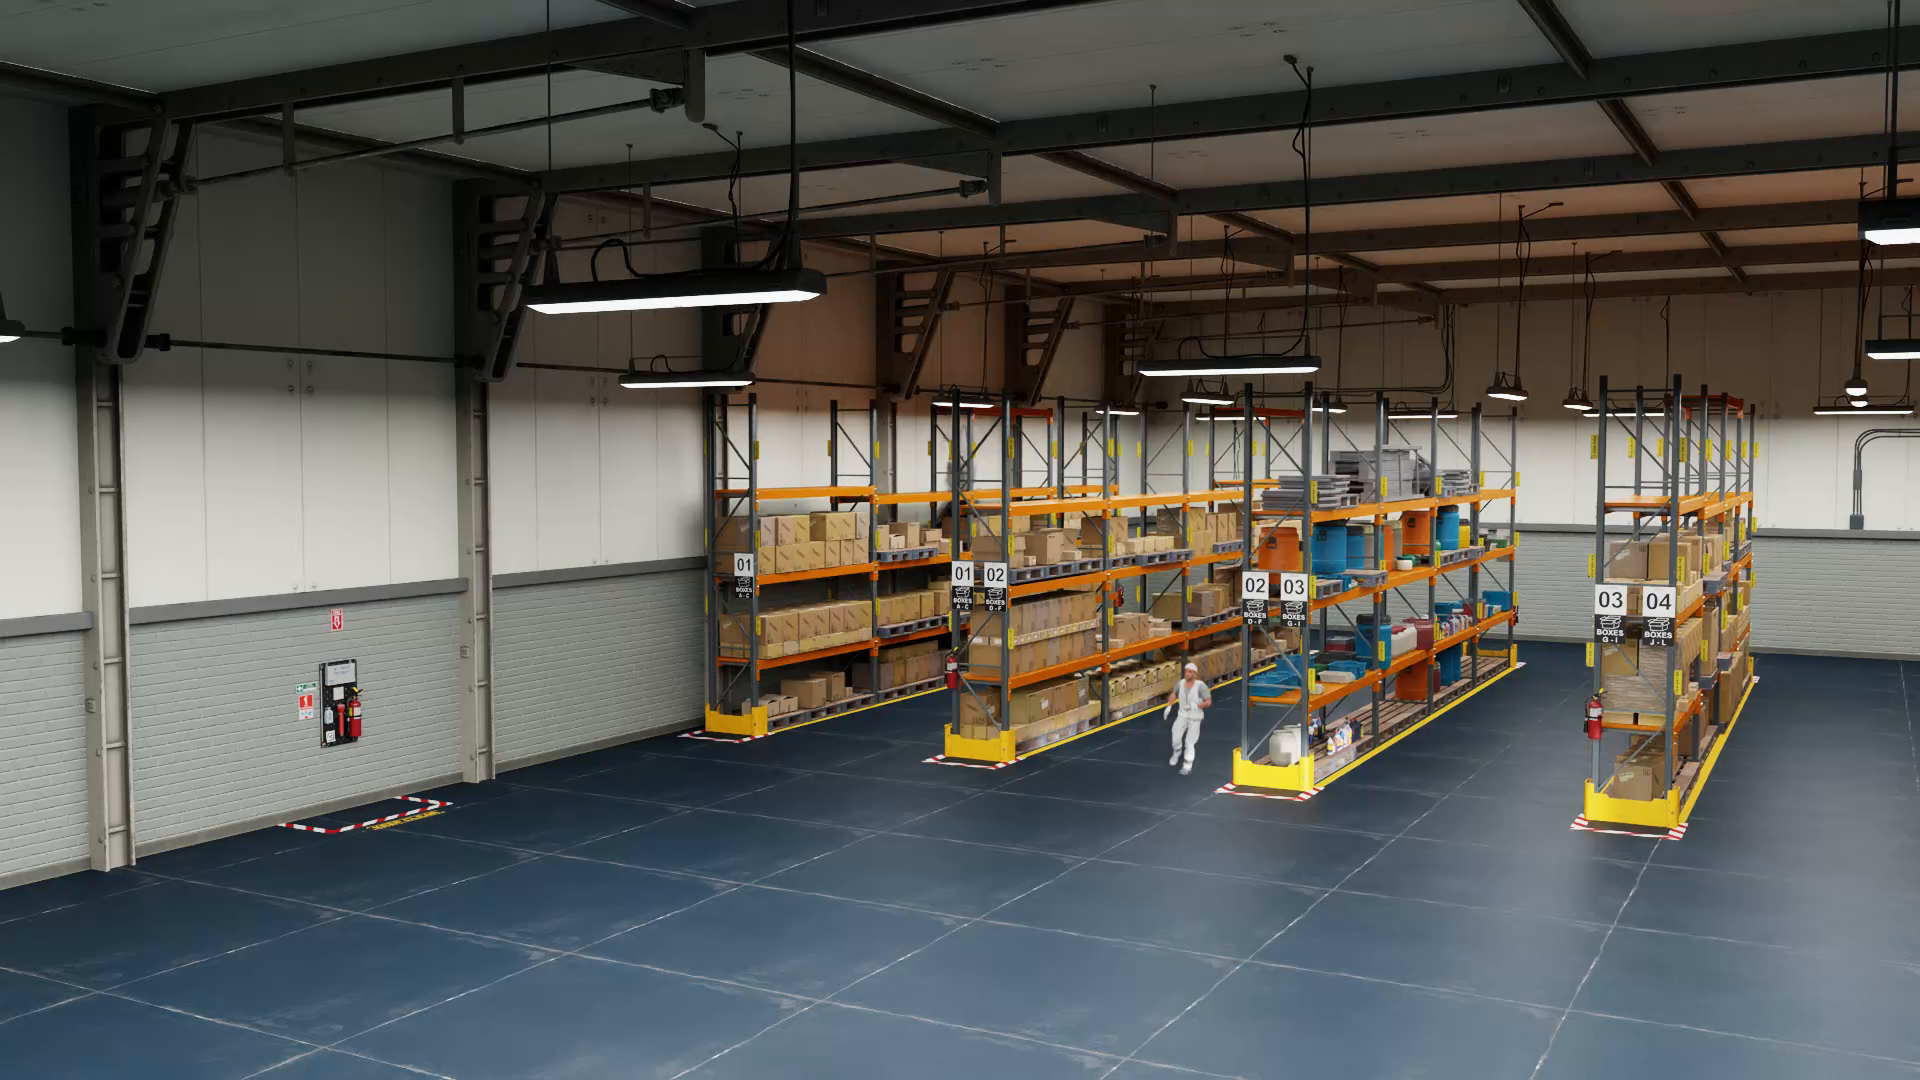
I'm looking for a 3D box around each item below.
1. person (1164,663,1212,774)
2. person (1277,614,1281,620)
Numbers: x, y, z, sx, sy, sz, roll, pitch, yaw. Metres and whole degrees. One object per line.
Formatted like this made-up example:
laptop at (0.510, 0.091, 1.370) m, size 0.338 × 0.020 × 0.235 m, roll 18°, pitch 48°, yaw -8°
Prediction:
person at (3.509, 2.760, 25.674) m, size 0.785 × 1.737 × 0.572 m, roll 1°, pitch 3°, yaw 20°
person at (8.175, 1.868, 42.107) m, size 0.567 × 1.741 × 0.667 m, roll 2°, pitch 4°, yaw 28°
